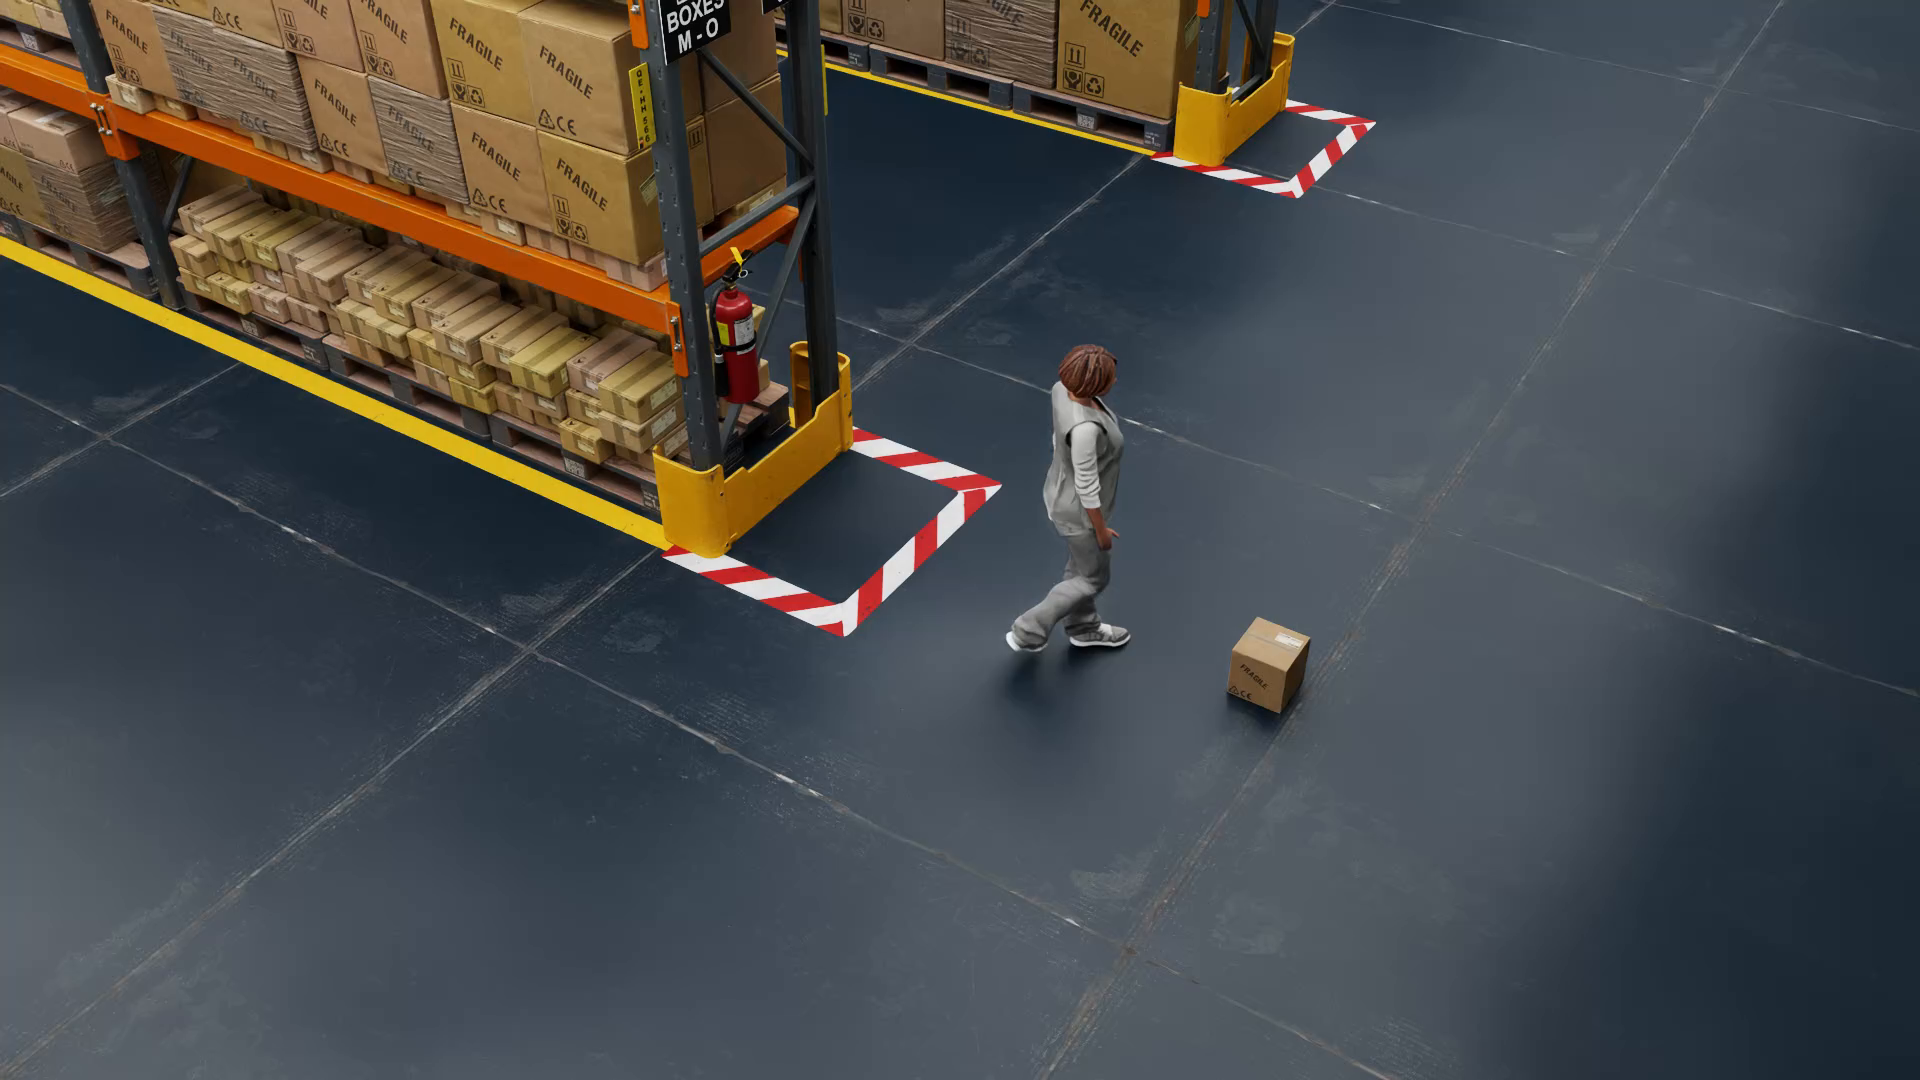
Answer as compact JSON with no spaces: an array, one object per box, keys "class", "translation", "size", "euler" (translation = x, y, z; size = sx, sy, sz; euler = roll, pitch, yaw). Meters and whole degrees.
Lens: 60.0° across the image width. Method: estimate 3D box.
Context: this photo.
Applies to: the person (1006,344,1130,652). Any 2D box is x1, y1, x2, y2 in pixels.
[{"class":"person","translation":[0.473,-0.140,6.850],"size":[0.575,1.595,0.443],"euler":[-4,39,-4]}]
